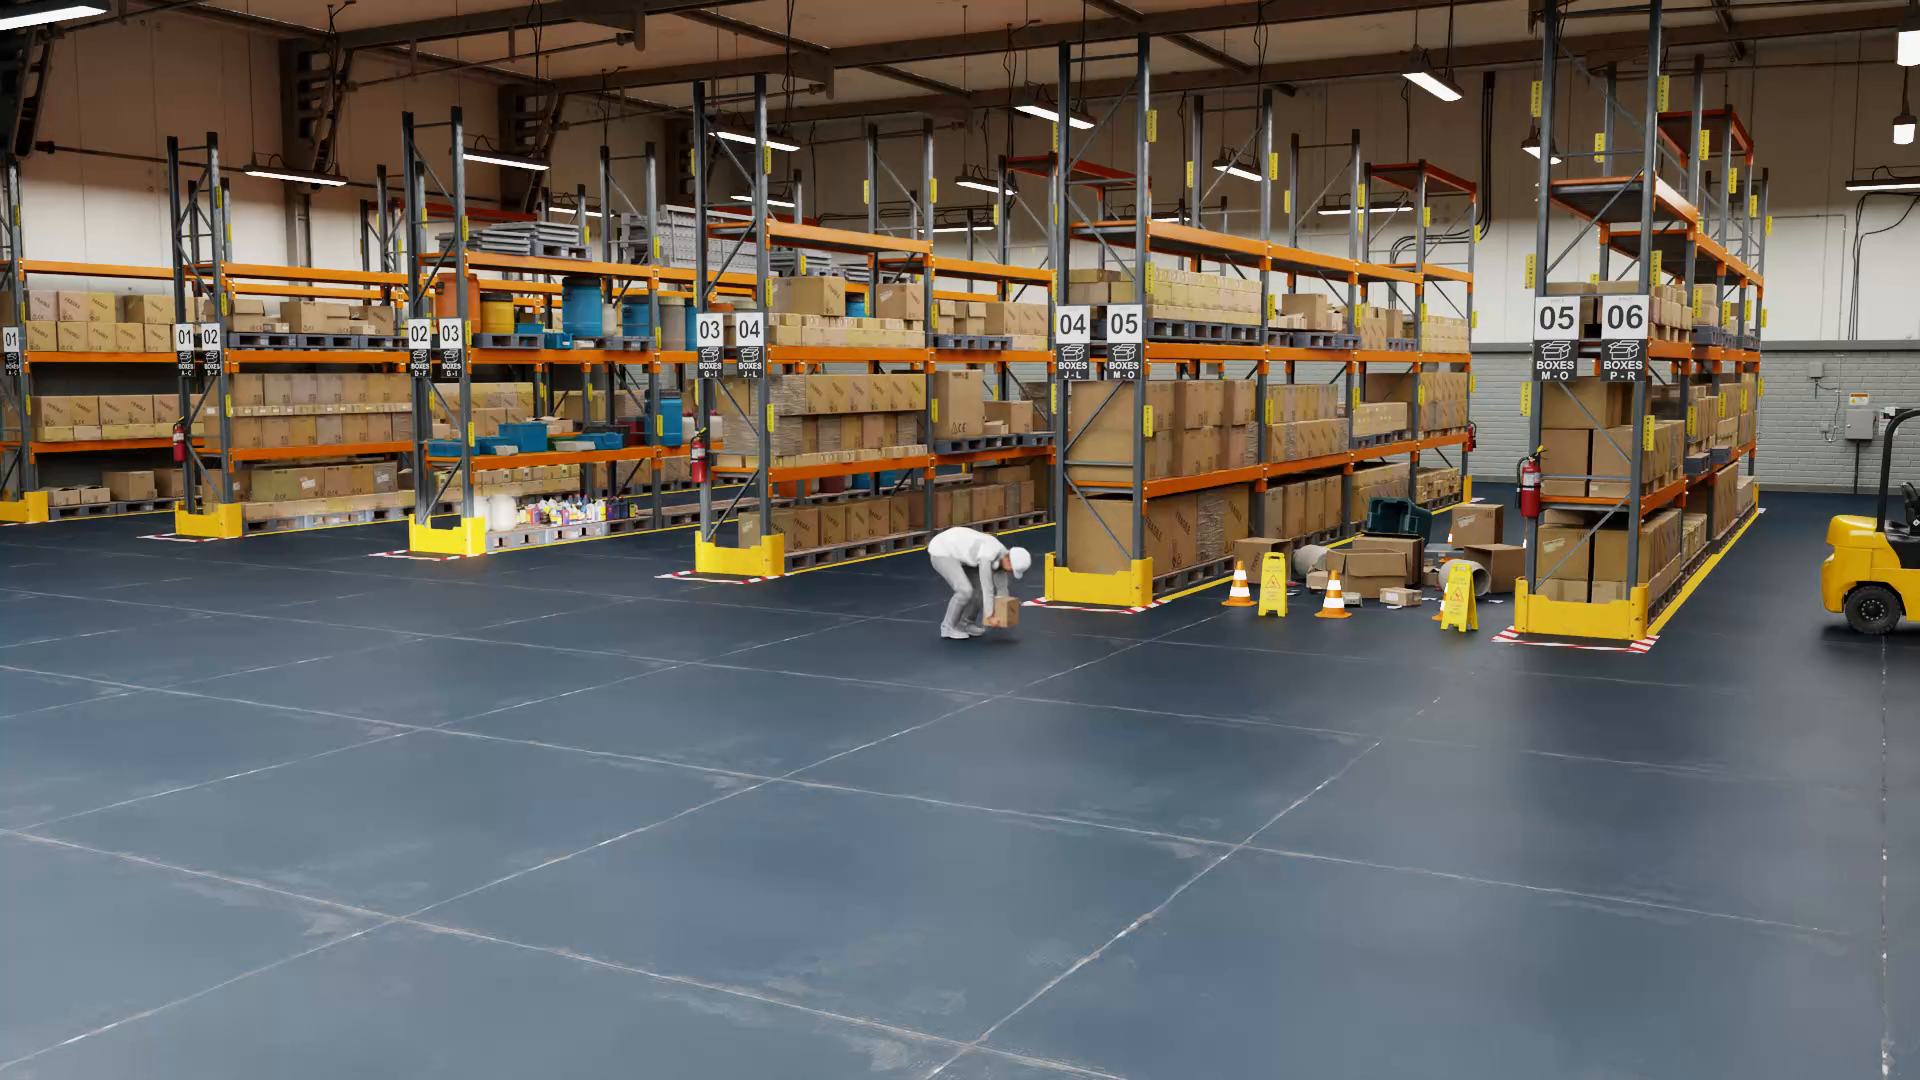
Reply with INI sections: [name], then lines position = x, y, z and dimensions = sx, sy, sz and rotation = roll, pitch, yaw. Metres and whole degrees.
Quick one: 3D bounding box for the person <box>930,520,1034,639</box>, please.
[person]
position = 0.219, 0.373, 15.606
dimensions = 1.011, 1.112, 0.467
rotation = 3, 7, 26
